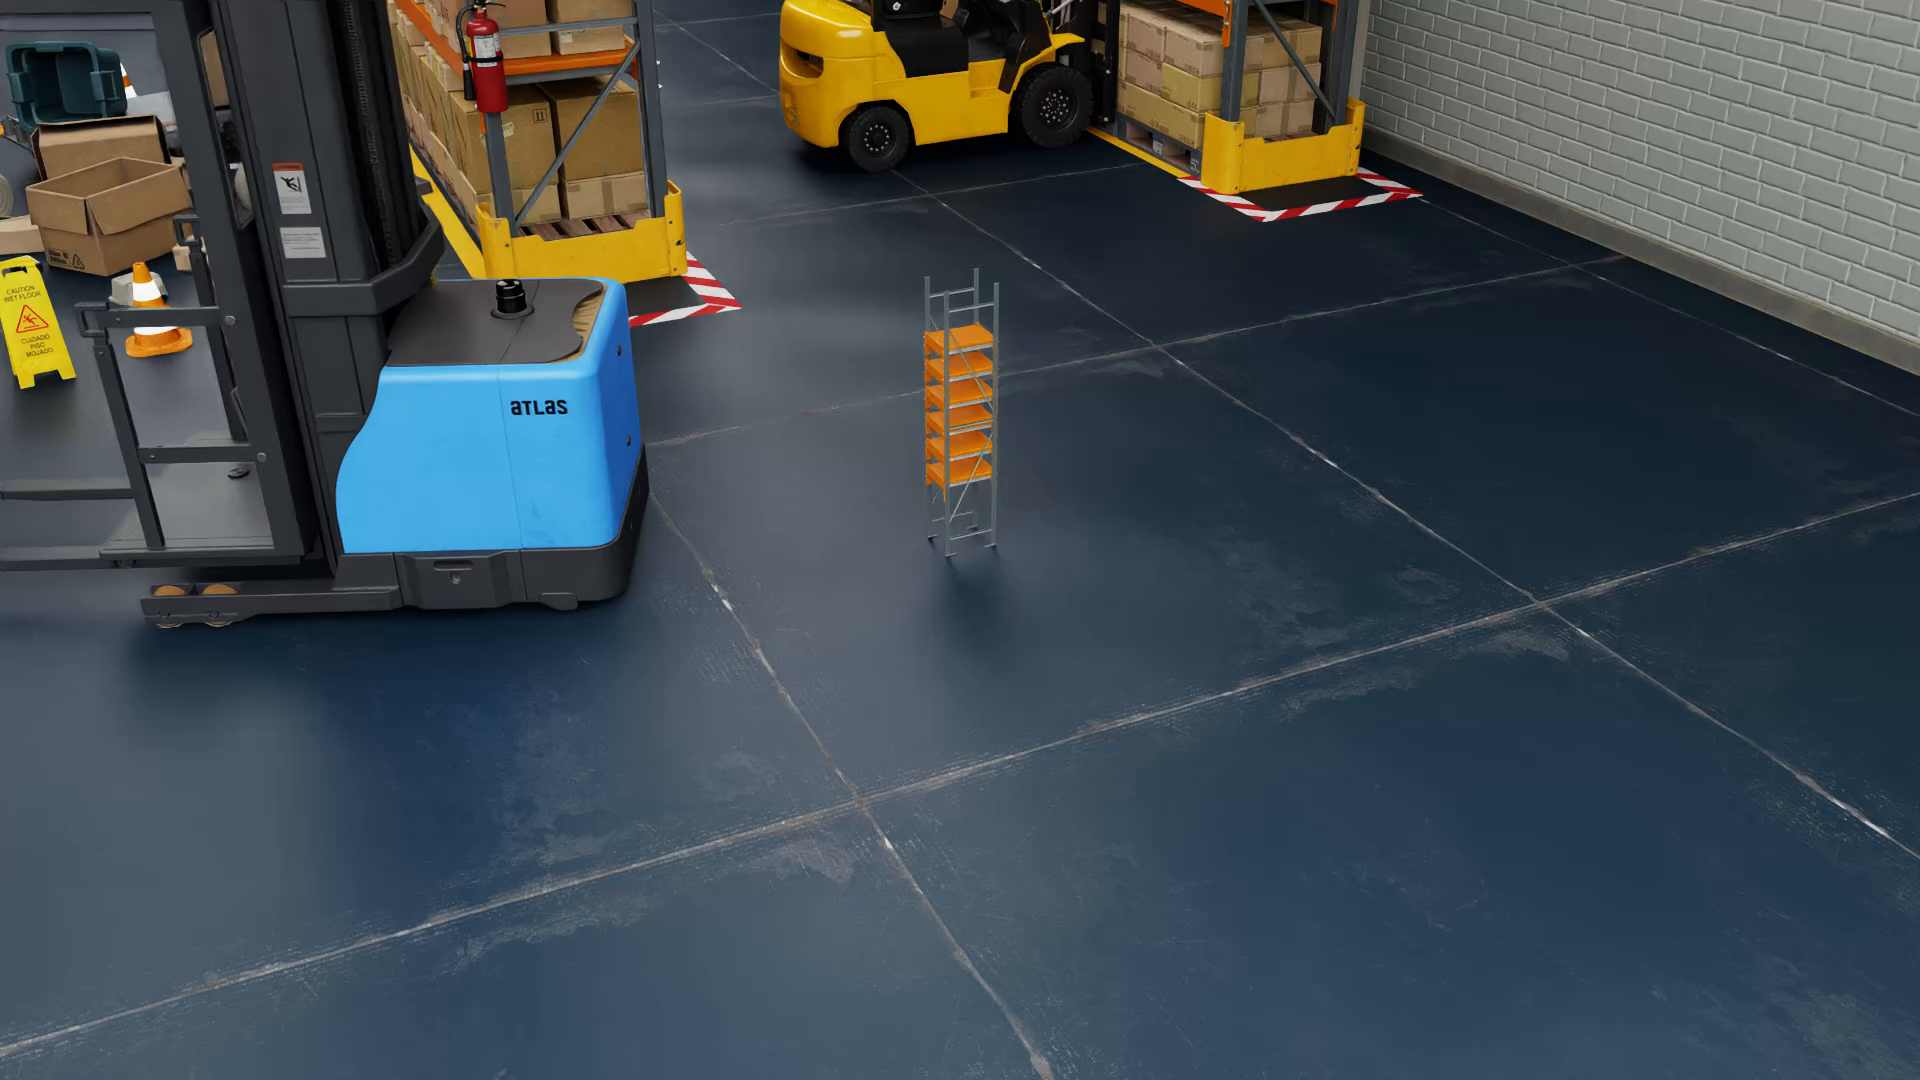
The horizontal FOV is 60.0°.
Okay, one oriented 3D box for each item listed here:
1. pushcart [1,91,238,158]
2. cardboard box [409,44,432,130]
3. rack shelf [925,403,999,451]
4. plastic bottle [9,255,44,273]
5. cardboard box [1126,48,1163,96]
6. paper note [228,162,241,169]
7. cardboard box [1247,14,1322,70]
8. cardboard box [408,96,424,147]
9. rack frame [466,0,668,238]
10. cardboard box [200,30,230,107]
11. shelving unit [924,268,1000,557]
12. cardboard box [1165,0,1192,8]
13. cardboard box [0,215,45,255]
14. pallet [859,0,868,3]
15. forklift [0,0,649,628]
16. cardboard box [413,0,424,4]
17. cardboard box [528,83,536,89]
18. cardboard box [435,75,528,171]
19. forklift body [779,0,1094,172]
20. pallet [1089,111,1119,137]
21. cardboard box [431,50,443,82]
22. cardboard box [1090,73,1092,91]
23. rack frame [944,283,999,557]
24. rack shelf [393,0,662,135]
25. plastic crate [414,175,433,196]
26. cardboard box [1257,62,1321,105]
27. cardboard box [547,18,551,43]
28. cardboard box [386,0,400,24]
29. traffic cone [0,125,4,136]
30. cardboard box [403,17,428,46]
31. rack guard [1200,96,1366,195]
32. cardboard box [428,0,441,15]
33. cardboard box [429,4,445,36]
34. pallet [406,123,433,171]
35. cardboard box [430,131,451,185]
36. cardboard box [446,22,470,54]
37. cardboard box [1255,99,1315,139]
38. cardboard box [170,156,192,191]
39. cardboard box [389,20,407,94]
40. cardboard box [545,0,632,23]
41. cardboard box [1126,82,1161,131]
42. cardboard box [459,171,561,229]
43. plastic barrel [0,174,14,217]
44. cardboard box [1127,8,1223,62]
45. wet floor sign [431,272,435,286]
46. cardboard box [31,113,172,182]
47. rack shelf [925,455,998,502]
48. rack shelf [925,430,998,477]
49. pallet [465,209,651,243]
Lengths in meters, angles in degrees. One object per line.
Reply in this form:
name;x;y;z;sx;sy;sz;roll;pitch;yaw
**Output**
pushcart;-5.969;-2.979;12.176;0.936;0.377;1.648;26;38;38
cardboard box;-3.460;-3.153;11.422;0.500;0.500;0.500;-11;31;-19
rack shelf;0.006;-0.478;6.967;0.258;0.103;0.180;-13;32;-22
plastic bottle;-5.747;-1.692;10.204;0.283;0.061;0.133;26;38;38
cardboard box;1.571;-3.475;12.251;0.500;0.250;0.500;-13;32;-22
paper note;-5.244;-2.736;12.097;0.148;0.019;0.142;-13;32;-22
cardboard box;2.232;-3.572;11.913;0.500;0.250;0.500;-14;32;-23
cardboard box;-3.682;-3.056;12.015;0.500;0.250;0.500;-11;31;-19
rack frame;-2.214;-2.856;9.277;1.000;3.000;0.127;-13;32;-22
cardboard box;-5.526;-3.476;12.164;0.500;0.500;0.500;-13;32;-22
shelving unit;0.006;-0.517;6.945;0.258;1.200;0.189;-13;32;-22
cardboard box;1.809;-4.015;12.703;0.500;0.250;0.500;-13;32;-22
cardboard box;-5.957;-1.974;10.499;0.396;0.266;0.258;-8;30;-13
pallet;-0.329;-5.308;16.499;1.003;0.211;1.213;-13;32;-22
forklift;-2.892;-1.193;6.382;3.031;2.935;1.130;-1;29;-3
cardboard box;-3.411;-3.635;10.922;0.380;0.149;0.250;-13;32;-22
cardboard box;-2.549;-2.822;10.831;0.500;0.500;0.500;-14;32;-24
cardboard box;-3.020;-2.696;10.606;0.500;0.500;0.500;-12;31;-20
forklift body;-0.194;-3.984;12.156;2.313;2.155;1.214;-13;32;-22
pallet;1.382;-3.551;13.367;1.003;0.211;1.213;-13;32;-22
cardboard box;-3.117;-3.009;10.501;0.380;0.149;0.250;-13;32;-21
cardboard box;1.126;-3.694;13.153;0.500;0.250;0.500;-12;31;-20
rack frame;0.046;-0.477;6.873;0.240;1.200;0.006;-13;32;-22
rack shelf;-3.072;-3.426;11.028;1.077;0.370;4.000;-13;32;-22
plastic crate;-3.998;-2.484;11.598;0.583;0.080;0.402;26;38;38
cardboard box;2.253;-3.353;12.034;0.500;0.250;0.500;-12;32;-21
cardboard box;-2.294;-3.049;9.877;0.380;0.149;0.250;-13;32;-21
cardboard box;-3.922;-3.832;11.969;0.380;0.149;0.250;-13;32;-21
traffic cone;-7.570;-3.342;12.737;0.336;0.463;0.334;-13;32;-22
cardboard box;-3.582;-3.487;11.353;0.380;0.149;0.250;-11;31;-19
rack guard;2.278;-2.799;11.731;1.175;0.500;0.348;-13;32;-22
cardboard box;-2.906;-3.434;9.900;0.500;0.500;0.500;-13;32;-22
cardboard box;-3.005;-3.181;10.112;0.380;0.149;0.250;-13;32;-21
pallet;-3.611;-3.118;12.594;1.003;0.211;1.213;-13;32;-22
cardboard box;-3.249;-2.601;11.204;0.500;0.250;0.500;-14;32;-24
cardboard box;-2.777;-2.955;9.711;0.380;0.149;0.250;-13;32;-23
cardboard box;2.233;-3.142;12.168;0.500;0.250;0.500;-13;32;-22
cardboard box;-5.520;-2.620;11.651;0.396;0.266;0.258;13;32;21
cardboard box;-3.922;-3.617;12.248;0.500;0.500;0.500;-12;31;-20
cardboard box;-2.167;-3.297;9.656;0.500;0.500;0.500;-14;32;-23
cardboard box;1.576;-3.247;12.355;0.500;0.250;0.500;-13;32;-22
cardboard box;-2.814;-2.151;10.401;0.500;0.250;0.500;-13;32;-22
plastic barrel;-6.486;-2.236;10.805;0.512;0.421;0.421;7;30;13
cardboard box;1.564;-3.682;12.109;0.500;0.250;0.500;-12;32;-21
wet floor sign;-3.099;-1.521;9.302;0.267;0.644;0.232;-3;29;-5
cardboard box;-5.663;-2.482;11.023;0.797;0.637;0.503;-13;32;-22
rack shelf;0.006;-0.269;7.084;0.258;0.103;0.180;-13;32;-22
rack shelf;0.006;-0.374;7.026;0.258;0.103;0.180;-13;32;-22
pallet;-2.563;-2.040;10.672;1.003;0.211;1.213;-13;32;-22
